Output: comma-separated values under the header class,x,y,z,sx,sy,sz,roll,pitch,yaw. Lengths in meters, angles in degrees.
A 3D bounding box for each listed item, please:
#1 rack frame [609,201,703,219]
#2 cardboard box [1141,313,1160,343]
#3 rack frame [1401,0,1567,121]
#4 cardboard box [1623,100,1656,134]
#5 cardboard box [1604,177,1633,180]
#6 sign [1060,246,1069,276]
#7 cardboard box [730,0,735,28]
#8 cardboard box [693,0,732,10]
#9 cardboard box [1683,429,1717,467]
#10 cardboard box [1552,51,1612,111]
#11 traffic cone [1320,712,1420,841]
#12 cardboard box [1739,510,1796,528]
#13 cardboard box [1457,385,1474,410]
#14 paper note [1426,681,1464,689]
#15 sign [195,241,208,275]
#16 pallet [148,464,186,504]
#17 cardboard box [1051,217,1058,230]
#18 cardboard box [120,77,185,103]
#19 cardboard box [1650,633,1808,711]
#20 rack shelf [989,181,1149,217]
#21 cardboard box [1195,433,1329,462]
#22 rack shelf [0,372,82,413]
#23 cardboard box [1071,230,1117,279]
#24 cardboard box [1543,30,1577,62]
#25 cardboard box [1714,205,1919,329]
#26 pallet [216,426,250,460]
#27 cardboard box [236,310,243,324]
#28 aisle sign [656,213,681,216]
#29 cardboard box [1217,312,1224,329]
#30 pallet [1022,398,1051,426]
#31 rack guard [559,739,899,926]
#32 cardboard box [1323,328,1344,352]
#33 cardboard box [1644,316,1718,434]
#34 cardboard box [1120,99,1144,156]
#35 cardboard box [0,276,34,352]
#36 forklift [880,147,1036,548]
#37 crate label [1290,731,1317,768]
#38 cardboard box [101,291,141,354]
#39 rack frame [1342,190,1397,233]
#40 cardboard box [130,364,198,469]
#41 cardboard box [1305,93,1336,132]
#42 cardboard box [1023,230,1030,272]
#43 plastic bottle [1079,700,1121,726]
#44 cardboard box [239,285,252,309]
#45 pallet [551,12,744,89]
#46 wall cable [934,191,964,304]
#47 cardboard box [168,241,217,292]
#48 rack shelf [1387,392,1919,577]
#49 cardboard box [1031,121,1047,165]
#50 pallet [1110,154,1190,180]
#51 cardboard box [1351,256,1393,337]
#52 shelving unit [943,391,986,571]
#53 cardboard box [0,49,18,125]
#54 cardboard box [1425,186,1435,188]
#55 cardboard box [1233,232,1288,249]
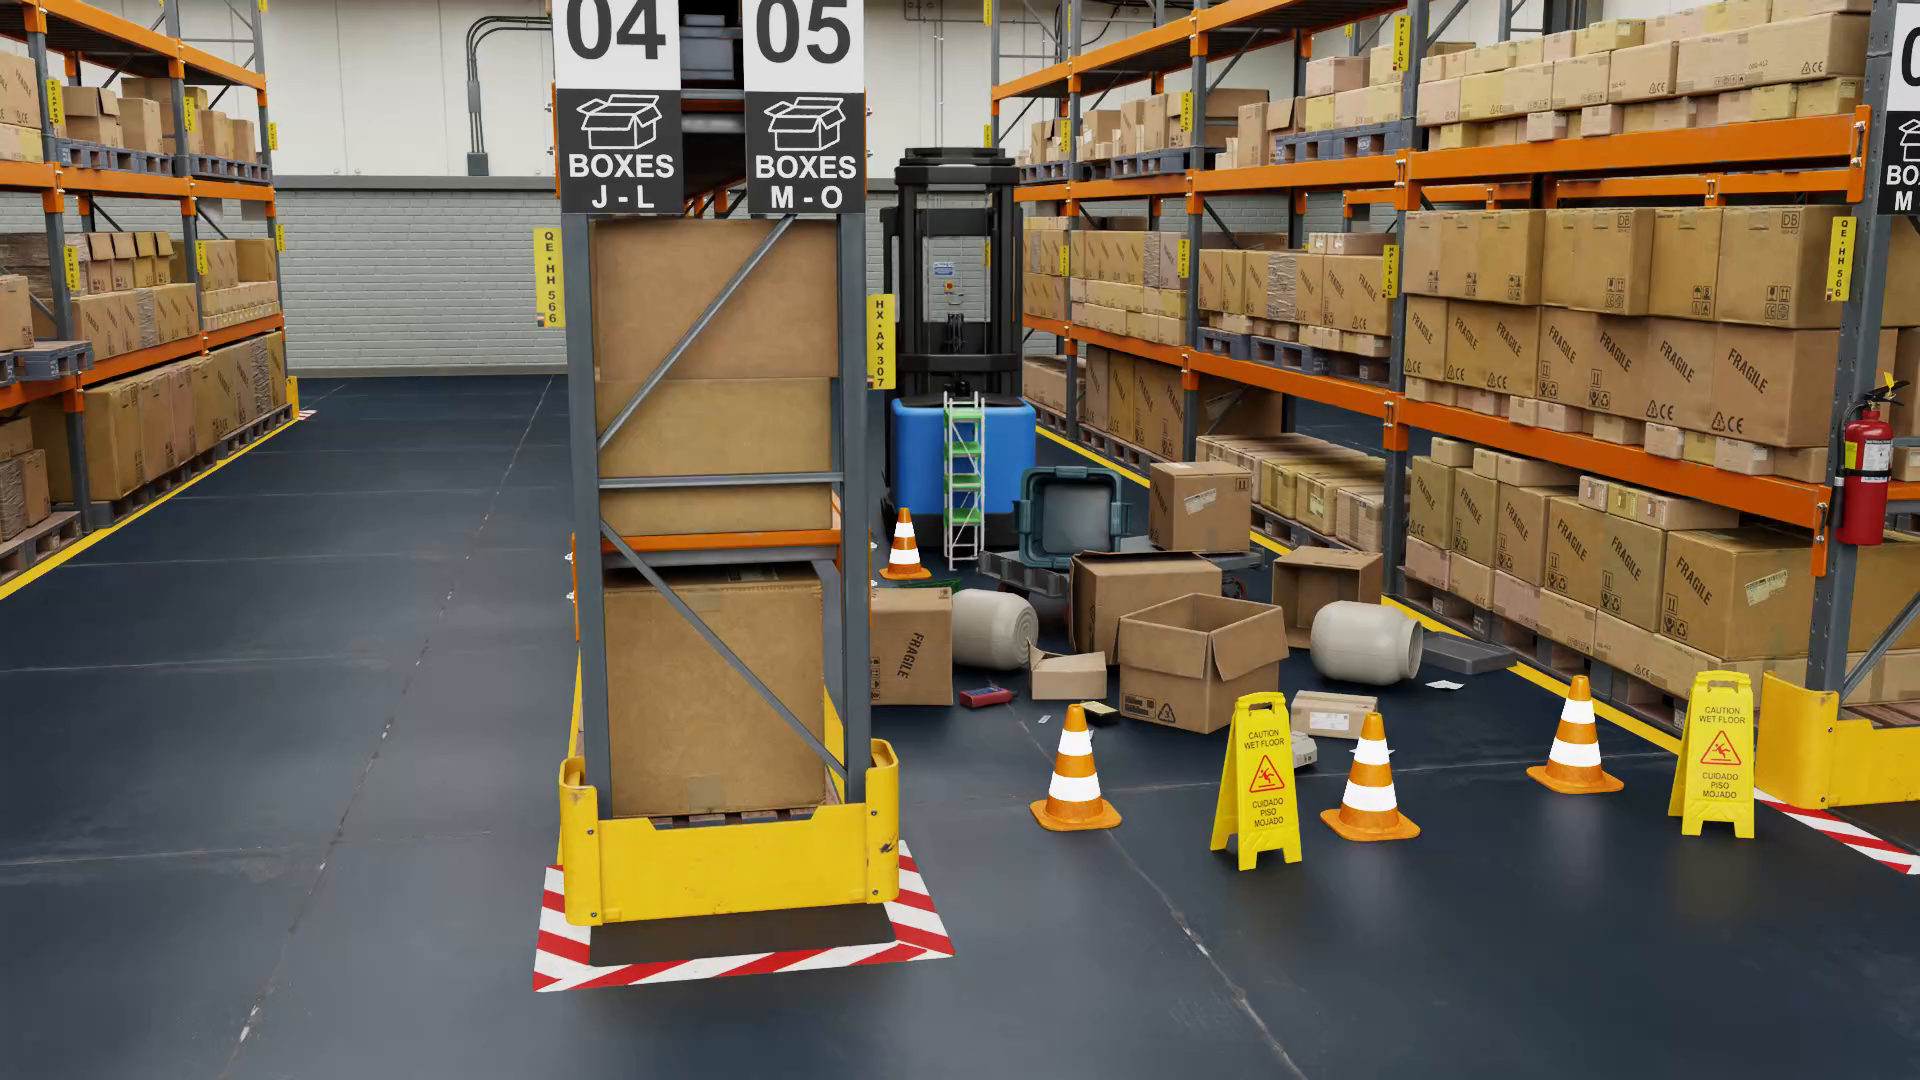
class,x,y,z,sx,sy,sz,roll,pitch,yaw
rack frame,-3.153,-2.401,17.290,1.000,3.000,0.127,-2,11,-11
cardboard box,1.993,-1.969,15.420,0.500,0.250,0.500,-2,11,-10
rack frame,3.239,-4.080,10.064,1.000,3.000,0.127,-2,11,-11
cardboard box,3.451,-2.040,8.043,0.380,0.149,0.250,-2,11,-13
cardboard box,6.795,-3.717,16.579,0.500,0.250,0.500,-2,11,-11
sign,1.139,-3.044,18.138,0.100,0.325,0.005,-2,11,-11
cardboard box,-0.670,-1.973,6.300,0.380,0.149,0.250,-2,11,-11
cardboard box,-0.761,-2.193,6.387,0.500,0.250,0.500,-2,11,-12
cardboard box,3.547,-0.427,7.587,0.380,0.149,0.250,-2,11,-12
cardboard box,3.350,-2.309,8.388,0.500,0.250,0.500,-2,11,-10
traffic cone,1.645,0.918,6.636,0.336,0.463,0.334,-2,11,-11
cardboard box,4.020,0.119,8.274,0.500,0.500,0.500,-3,11,-13
cardboard box,3.167,-0.848,9.800,0.380,0.149,0.250,-2,11,-11
paper note,2.532,0.750,8.672,0.142,0.019,0.148,-6,13,-31
sign,-7.508,-2.791,16.452,0.100,0.325,0.005,-2,11,-11
pallet,-7.573,-0.507,14.794,1.003,0.211,1.213,-2,11,-11
cardboard box,1.260,-3.648,19.163,0.380,0.149,0.250,-2,11,-11
cardboard box,-8.215,-4.559,16.939,0.500,0.250,0.500,-3,11,-15
cardboard box,3.591,0.603,7.739,0.500,0.250,0.500,-2,11,-11
rack shelf,1.294,-4.087,20.047,1.077,0.370,4.000,-2,11,-11
cardboard box,2.561,-0.678,14.139,0.950,0.372,0.625,-3,11,-15
rack shelf,-6.871,-0.786,10.726,1.077,0.370,4.000,-2,11,-11
cardboard box,1.486,-3.049,17.752,0.500,0.500,0.500,-2,11,-10
cardboard box,3.287,-2.568,8.683,0.380,0.149,0.250,-2,11,-12
cardboard box,3.703,-1.171,7.090,0.700,0.500,0.500,-2,11,-12
pallet,-8.109,-1.012,17.448,1.003,0.211,1.213,-2,11,-11
cardboard box,-8.022,-2.420,18.061,0.380,0.149,0.250,-2,11,-10
aisle sign,-3.651,-4.436,21.029,0.394,0.787,0.004,-2,11,-11
cardboard box,2.363,-1.830,13.836,0.380,0.149,0.250,-3,11,-15
pallet,1.371,-1.596,20.520,1.003,0.211,1.213,-2,11,-11
rack guard,-0.815,1.032,5.938,1.175,0.500,0.348,-2,11,-11
cardboard box,2.748,-1.395,11.551,0.380,0.149,0.250,-2,11,-12
cardboard box,3.548,-0.776,7.687,0.500,0.500,0.500,-2,11,-11
cardboard box,1.833,-3.908,15.793,0.500,0.500,0.500,-2,11,-10
cardboard box,-6.909,-1.565,11.506,0.700,0.500,0.500,0,11,-3
forklift,-0.074,-1.606,13.294,1.130,2.935,3.031,-1,11,-5
crate label,1.431,0.936,7.412,0.250,0.136,0.298,-9,14,-40
cardboard box,-7.293,-1.842,14.086,0.500,0.500,0.500,-2,11,-12
rack frame,5.773,-3.515,23.140,1.000,3.000,0.127,-2,11,-11
cardboard box,-7.719,-1.121,15.126,1.225,0.875,0.875,-3,11,-13
cardboard box,2.791,-3.027,11.834,0.500,0.250,0.500,-2,11,-10
cardboard box,1.032,-3.495,20.097,0.500,0.500,0.500,-2,11,-11
plastic bottle,0.650,0.839,8.125,0.133,0.061,0.283,-6,13,-31
cardboard box,-8.159,-2.685,18.384,0.500,0.250,0.500,-2,11,-11
pallet,-0.974,-1.766,6.168,1.003,0.211,1.213,-2,11,-11
wall cable,-0.215,-4.881,27.519,0.585,1.953,0.123,-2,11,-11
cardboard box,-7.880,-2.777,16.867,0.500,0.500,0.500,-2,11,-11
rack shelf,3.628,-0.412,8.765,1.077,0.370,4.000,-2,11,-11
cardboard box,1.150,-4.736,19.878,0.500,0.500,0.500,-2,11,-10
pallet,2.063,-3.568,15.904,1.003,0.211,1.213,-2,11,-8
cardboard box,2.924,-1.611,10.950,0.500,0.500,0.500,-2,11,-12
shelving unit,0.027,-0.423,11.709,0.258,1.200,0.503,-1,11,-5
cardboard box,-6.812,-3.102,11.345,0.500,0.500,0.500,-2,11,-11
cardboard box,5.981,-4.422,20.558,0.380,0.149,0.250,-2,11,-10
cardboard box,2.605,-2.506,14.898,0.500,0.500,0.500,-2,11,-13
